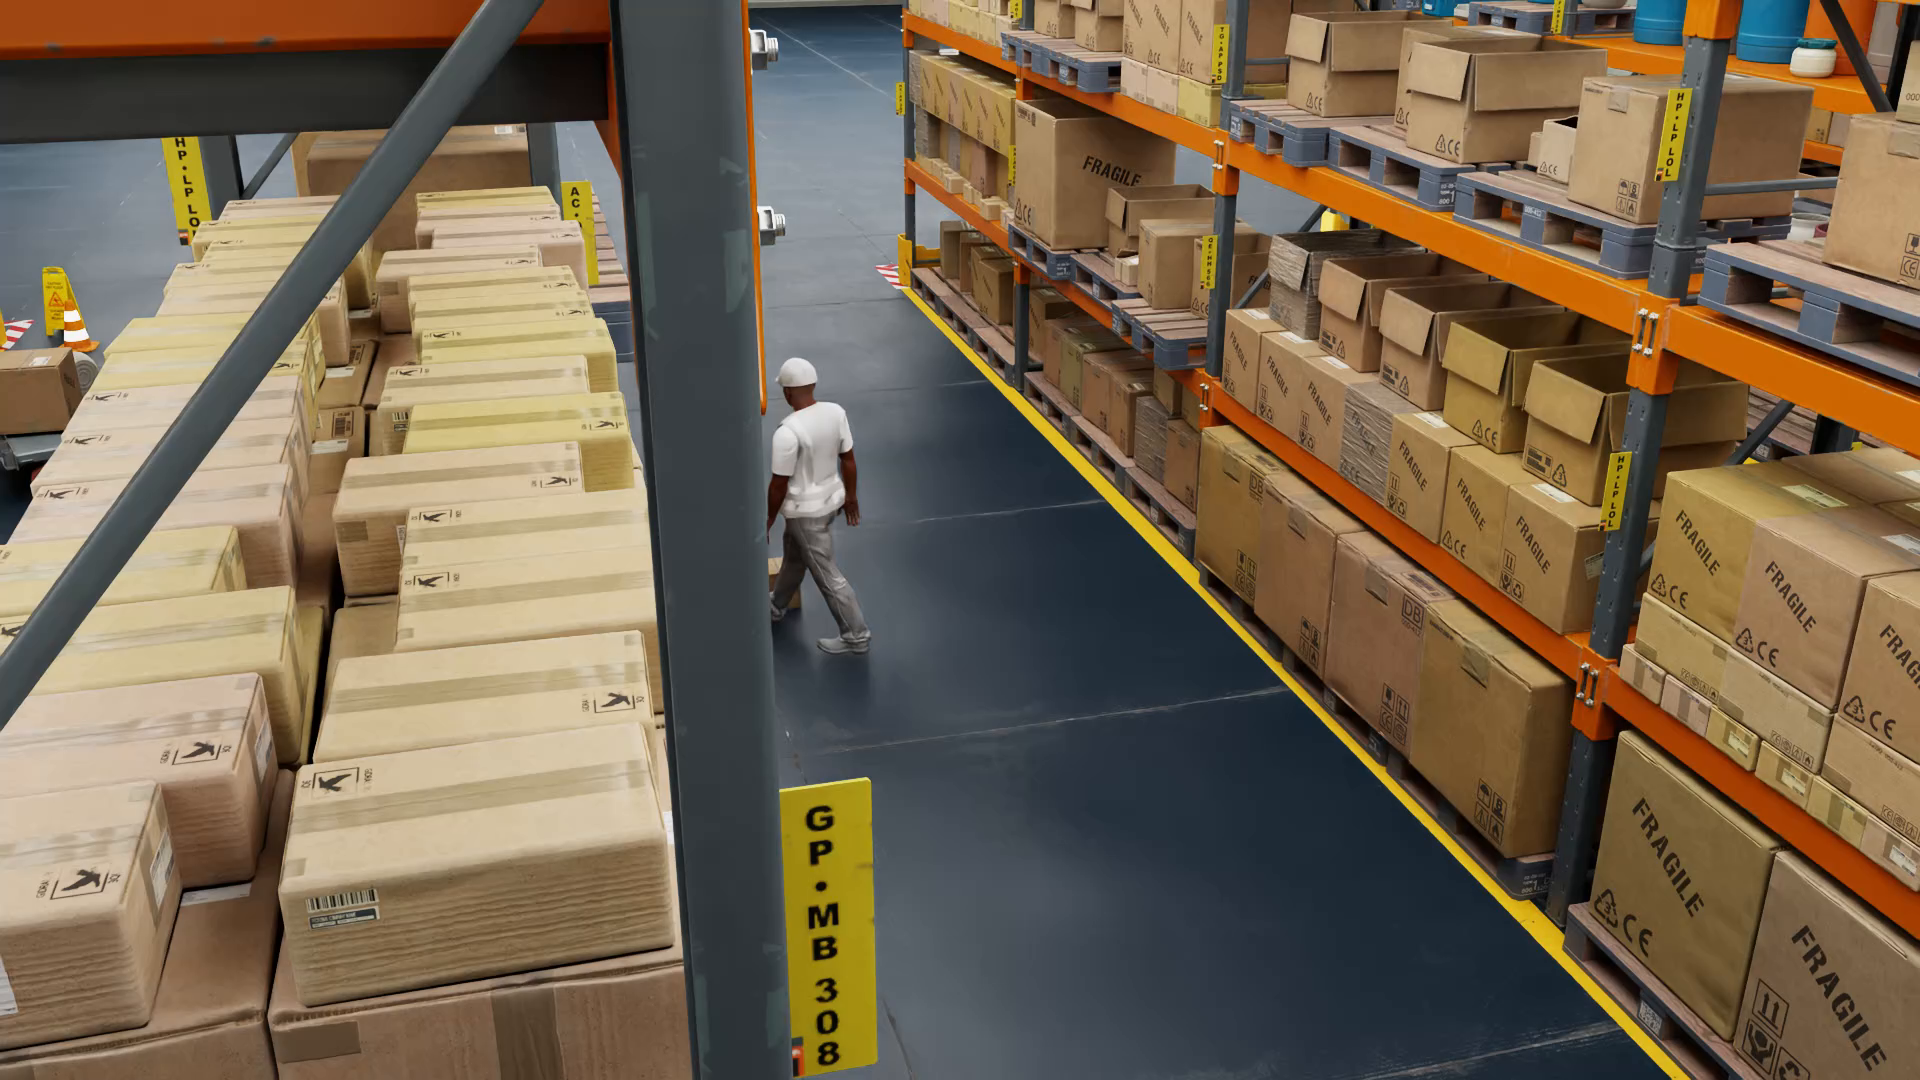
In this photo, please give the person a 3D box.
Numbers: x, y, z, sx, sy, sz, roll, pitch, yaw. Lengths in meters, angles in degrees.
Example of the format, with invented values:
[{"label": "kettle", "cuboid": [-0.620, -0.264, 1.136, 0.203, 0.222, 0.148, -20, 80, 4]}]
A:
[{"label": "person", "cuboid": [-0.947, -0.220, 9.543, 0.961, 1.718, 0.565, 10, 25, 23]}]
